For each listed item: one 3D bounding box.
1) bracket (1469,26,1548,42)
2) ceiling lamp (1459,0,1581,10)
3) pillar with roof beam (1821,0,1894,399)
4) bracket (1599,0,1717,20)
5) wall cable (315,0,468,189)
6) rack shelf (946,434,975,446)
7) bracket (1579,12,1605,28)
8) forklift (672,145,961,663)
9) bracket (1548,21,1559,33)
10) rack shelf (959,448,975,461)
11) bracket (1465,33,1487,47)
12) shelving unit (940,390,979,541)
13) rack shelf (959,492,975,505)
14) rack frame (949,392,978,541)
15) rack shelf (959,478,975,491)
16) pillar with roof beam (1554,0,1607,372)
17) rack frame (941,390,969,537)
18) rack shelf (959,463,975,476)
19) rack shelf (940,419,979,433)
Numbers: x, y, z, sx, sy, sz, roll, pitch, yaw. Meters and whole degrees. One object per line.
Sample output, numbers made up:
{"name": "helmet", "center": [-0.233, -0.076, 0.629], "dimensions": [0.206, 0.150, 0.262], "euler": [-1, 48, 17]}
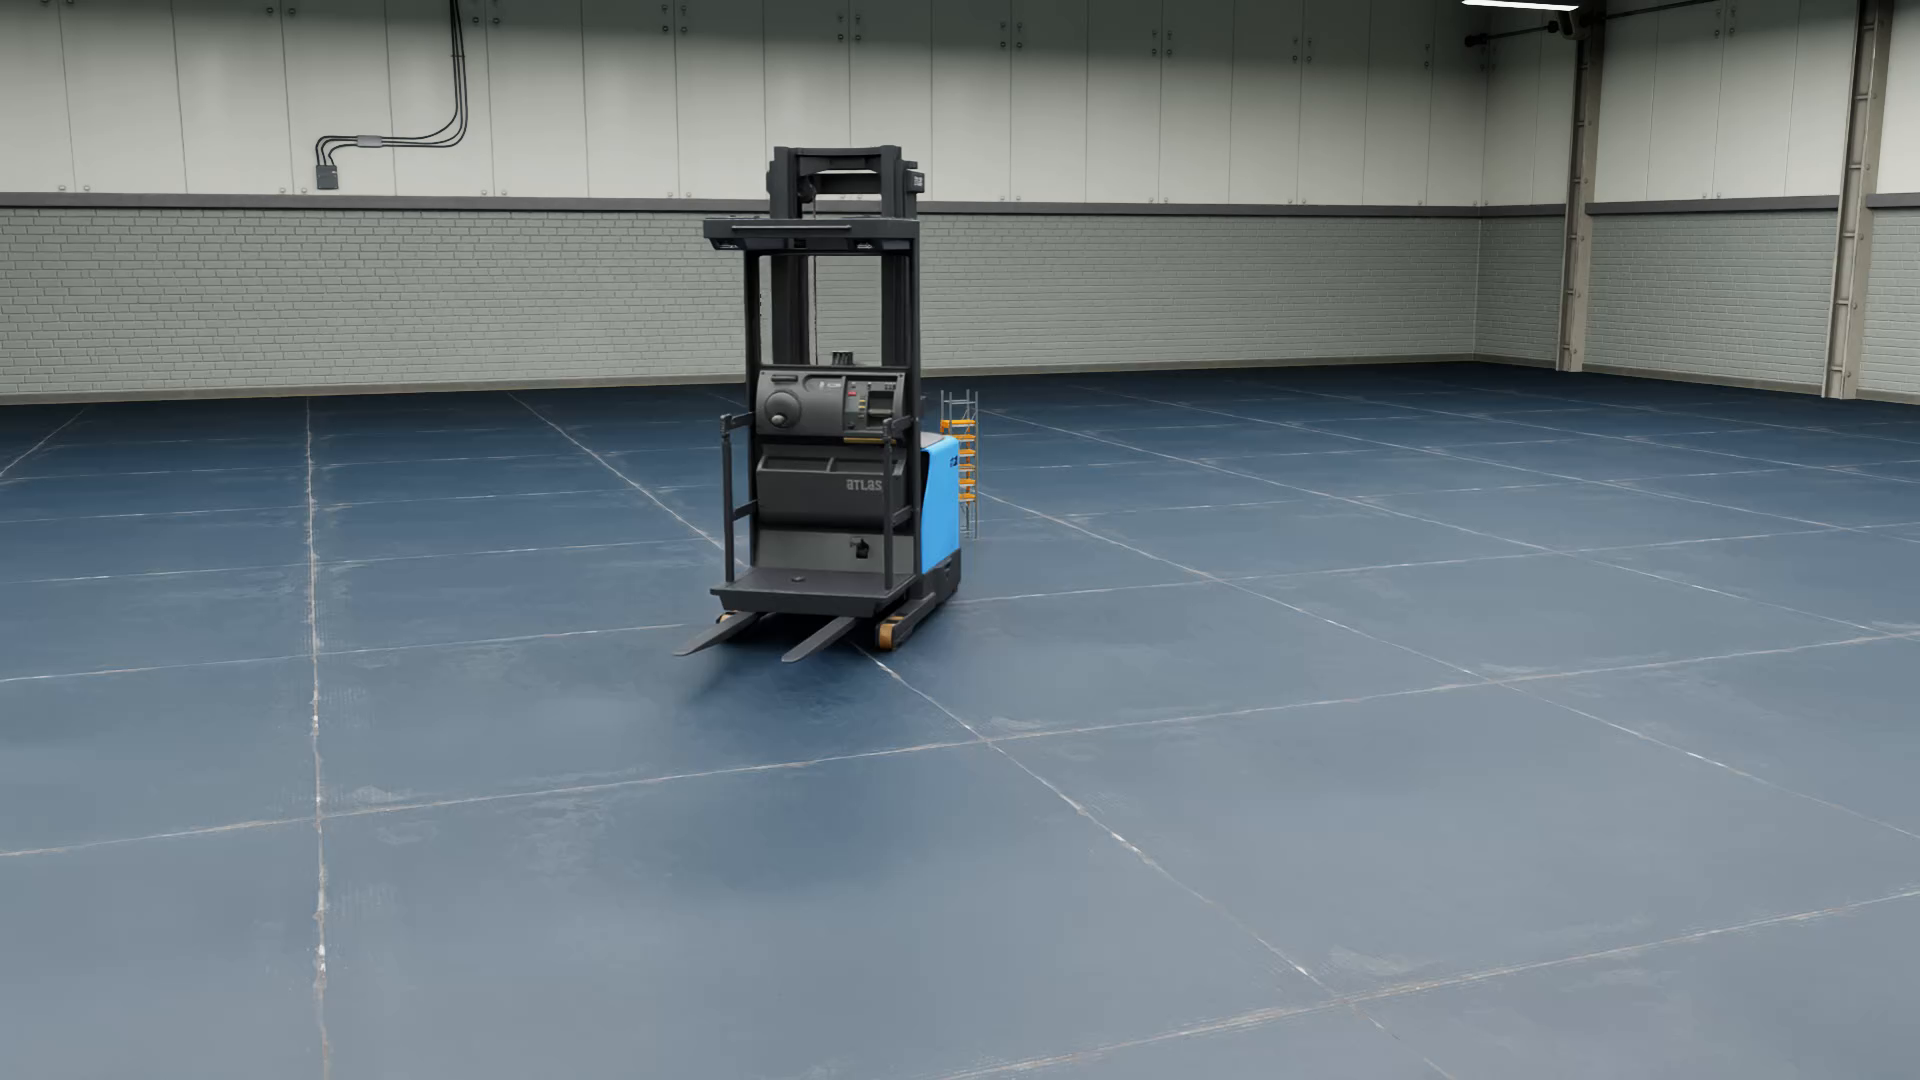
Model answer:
{"name": "bracket", "center": [10.361, -9.728, 32.135], "dimensions": [0.076, 0.066, 3.189], "euler": [-4, 11, -21]}
{"name": "ceiling lamp", "center": [8.264, -9.548, 24.737], "dimensions": [2.000, 3.185, 0.800], "euler": [-4, 11, -21]}
{"name": "pillar with roof beam", "center": [9.649, -6.368, 23.522], "dimensions": [9.100, 9.000, 0.400], "euler": [-4, 11, -21]}
{"name": "bracket", "center": [12.240, -8.881, 27.377], "dimensions": [0.076, 0.066, 4.783], "euler": [-4, 11, -21]}
{"name": "wall cable", "center": [-8.853, -8.460, 25.575], "dimensions": [2.305, 6.003, 0.169], "euler": [-4, 11, -21]}
{"name": "rack shelf", "center": [-0.005, -0.786, 13.294], "dimensions": [0.258, 0.103, 0.180], "euler": [-4, 11, -21]}
{"name": "bracket", "center": [11.306, -9.302, 29.741], "dimensions": [0.235, 0.232, 0.430], "euler": [-4, 11, -21]}
{"name": "forklift", "center": [-0.836, -0.865, 9.913], "dimensions": [1.130, 2.935, 3.031], "euler": [2, 10, 13]}
{"name": "bracket", "center": [11.005, -9.437, 30.502], "dimensions": [0.235, 0.232, 0.430], "euler": [-4, 11, -21]}
{"name": "rack shelf", "center": [-0.005, -0.667, 13.315], "dimensions": [0.258, 0.103, 0.180], "euler": [-4, 11, -21]}
{"name": "bracket", "center": [10.147, -9.824, 32.677], "dimensions": [0.235, 0.232, 0.430], "euler": [-4, 11, -21]}
{"name": "shelving unit", "center": [-0.005, -0.593, 13.328], "dimensions": [0.258, 1.200, 0.189], "euler": [-4, 11, -21]}
{"name": "rack shelf", "center": [-0.005, -0.313, 13.378], "dimensions": [0.258, 0.103, 0.180], "euler": [-4, 11, -21]}
{"name": "rack frame", "center": [0.028, -0.578, 13.244], "dimensions": [0.240, 1.200, 0.006], "euler": [-4, 11, -21]}
{"name": "rack shelf", "center": [-0.005, -0.431, 13.357], "dimensions": [0.258, 0.103, 0.180], "euler": [-4, 11, -21]}
{"name": "pillar with roof beam", "center": [7.474, -7.347, 29.028], "dimensions": [9.100, 9.000, 0.548], "euler": [-4, 11, -21]}
{"name": "rack frame", "center": [-0.038, -0.608, 13.412], "dimensions": [0.240, 1.200, 0.006], "euler": [-4, 11, -21]}
{"name": "rack shelf", "center": [-0.005, -0.549, 13.336], "dimensions": [0.258, 0.103, 0.180], "euler": [-4, 11, -21]}
{"name": "rack shelf", "center": [-0.005, -0.904, 13.273], "dimensions": [0.258, 0.103, 0.180], "euler": [-4, 11, -21]}
